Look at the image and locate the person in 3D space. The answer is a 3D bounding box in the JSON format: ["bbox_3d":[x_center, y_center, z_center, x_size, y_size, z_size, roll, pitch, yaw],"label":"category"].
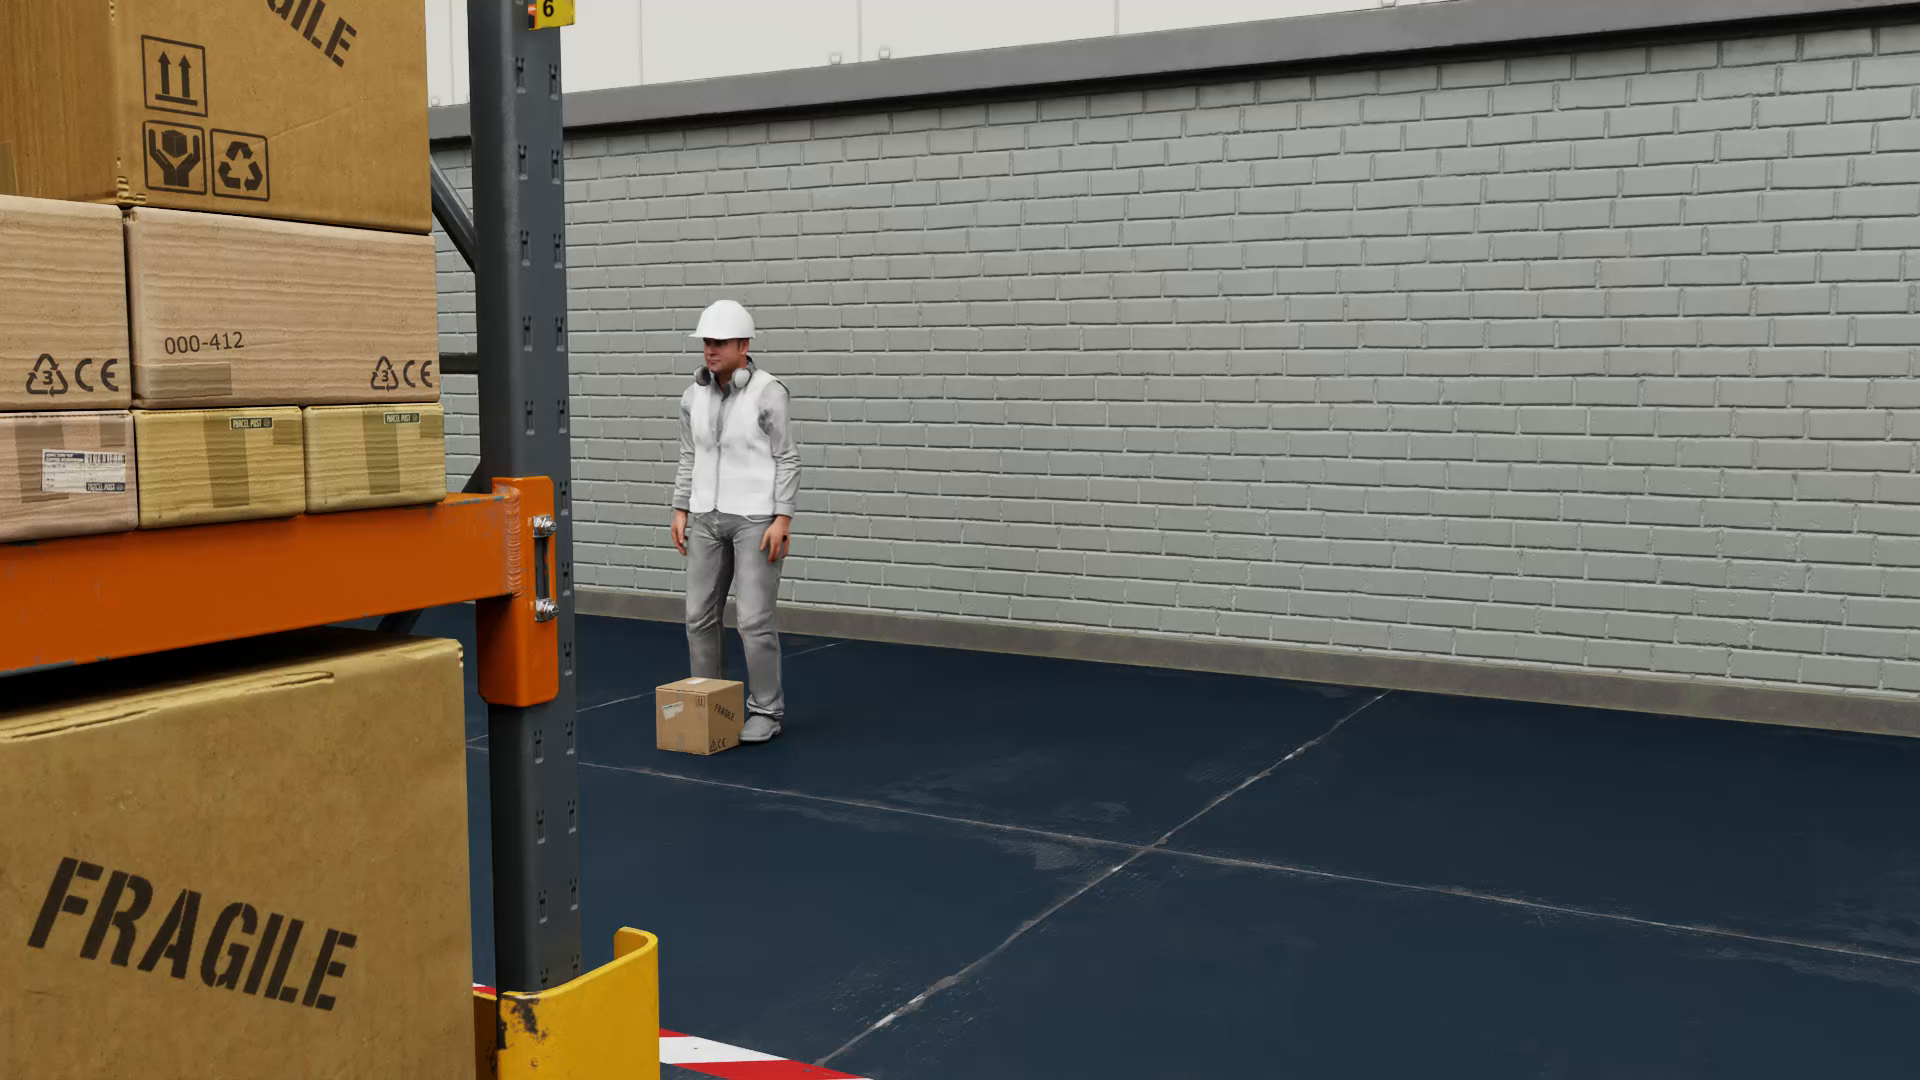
[{"bbox_3d":[-0.921,-0.080,6.777,0.581,1.771,0.465,3,7,28],"label":"person"}]
